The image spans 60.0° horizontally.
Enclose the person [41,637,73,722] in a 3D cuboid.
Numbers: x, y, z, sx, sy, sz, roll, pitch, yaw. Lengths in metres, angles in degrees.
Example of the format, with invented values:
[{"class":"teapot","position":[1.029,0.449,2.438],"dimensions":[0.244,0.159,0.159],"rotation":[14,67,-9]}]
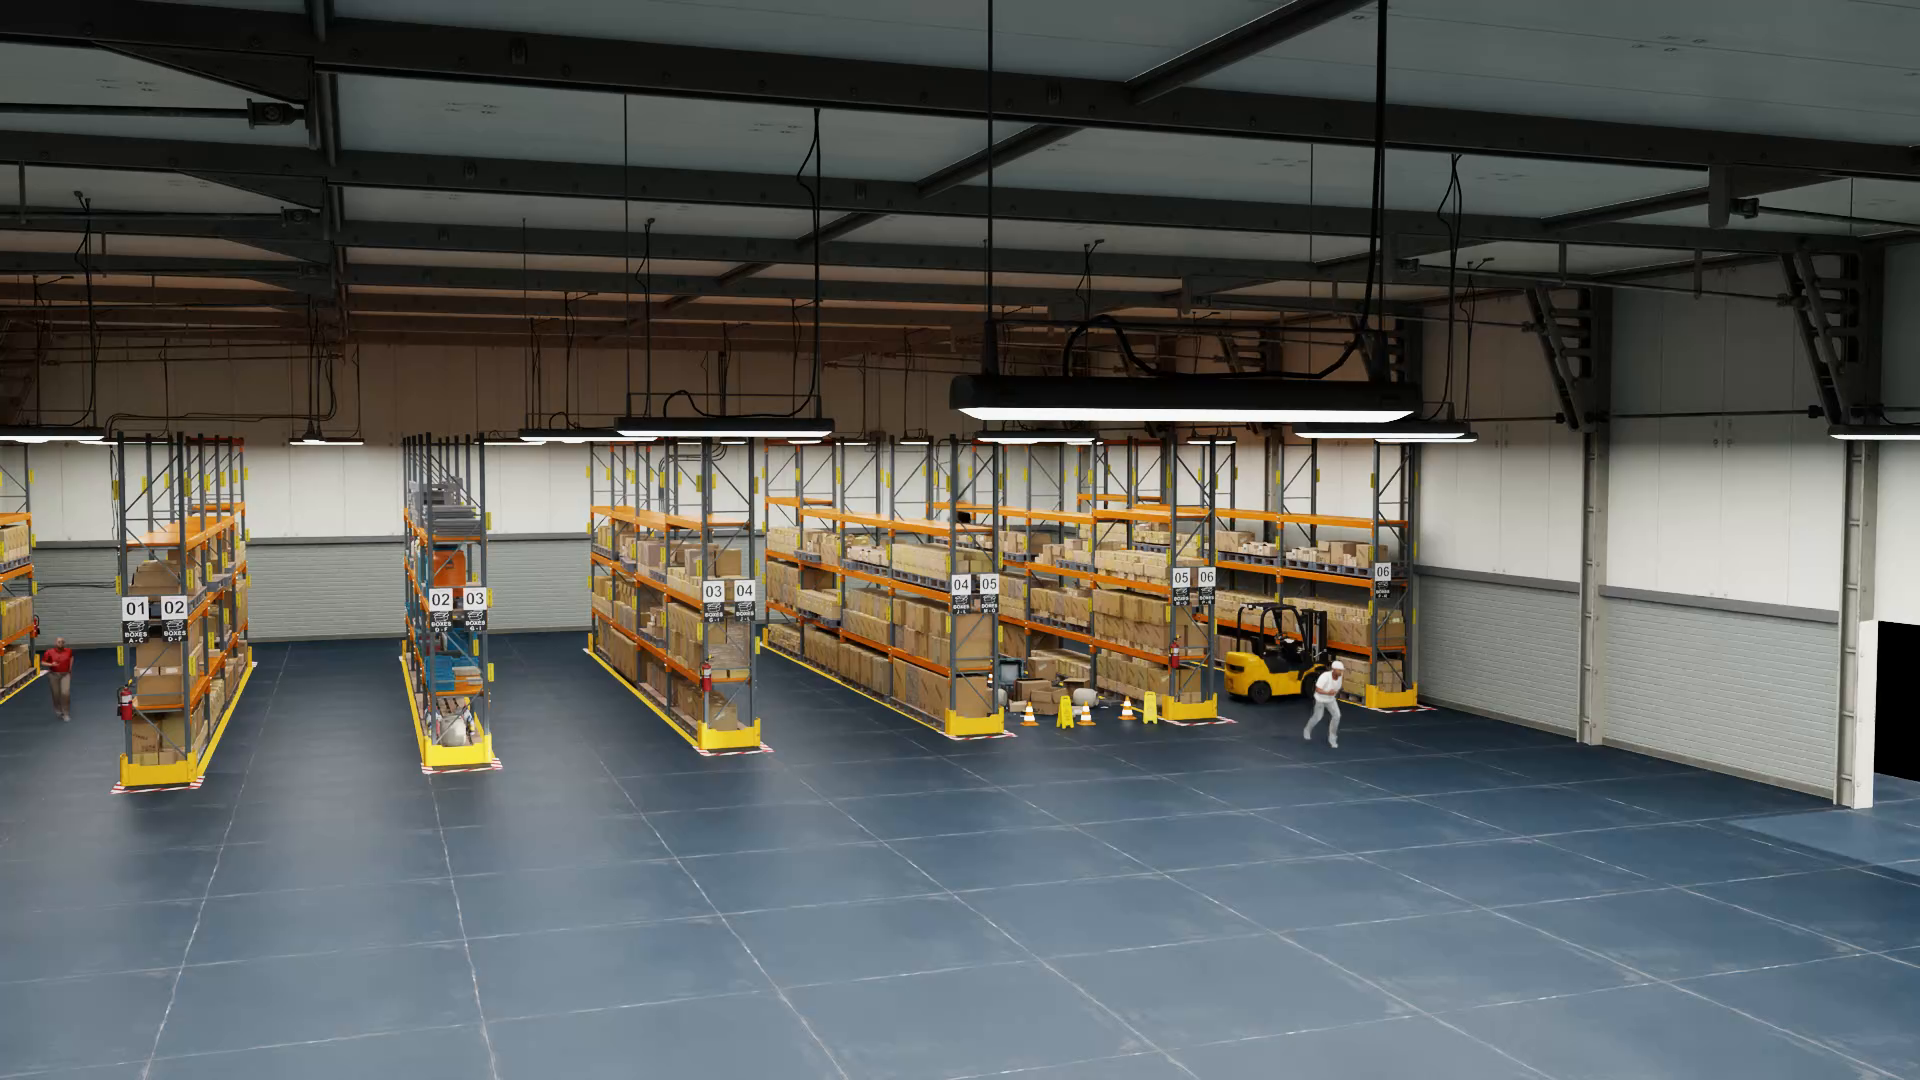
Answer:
[{"class":"person","position":[-18.971,2.927,34.982],"dimensions":[0.635,1.776,0.883],"rotation":[-2,4,-35]}]

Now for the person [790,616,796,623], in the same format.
[{"class":"person","position":[-4.780,2.197,49.466],"dimensions":[0.693,1.642,0.648],"rotation":[0,3,3]}]

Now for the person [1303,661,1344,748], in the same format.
[{"class":"person","position":[7.025,3.144,32.040],"dimensions":[0.747,1.710,1.032],"rotation":[-2,4,-32]}]
